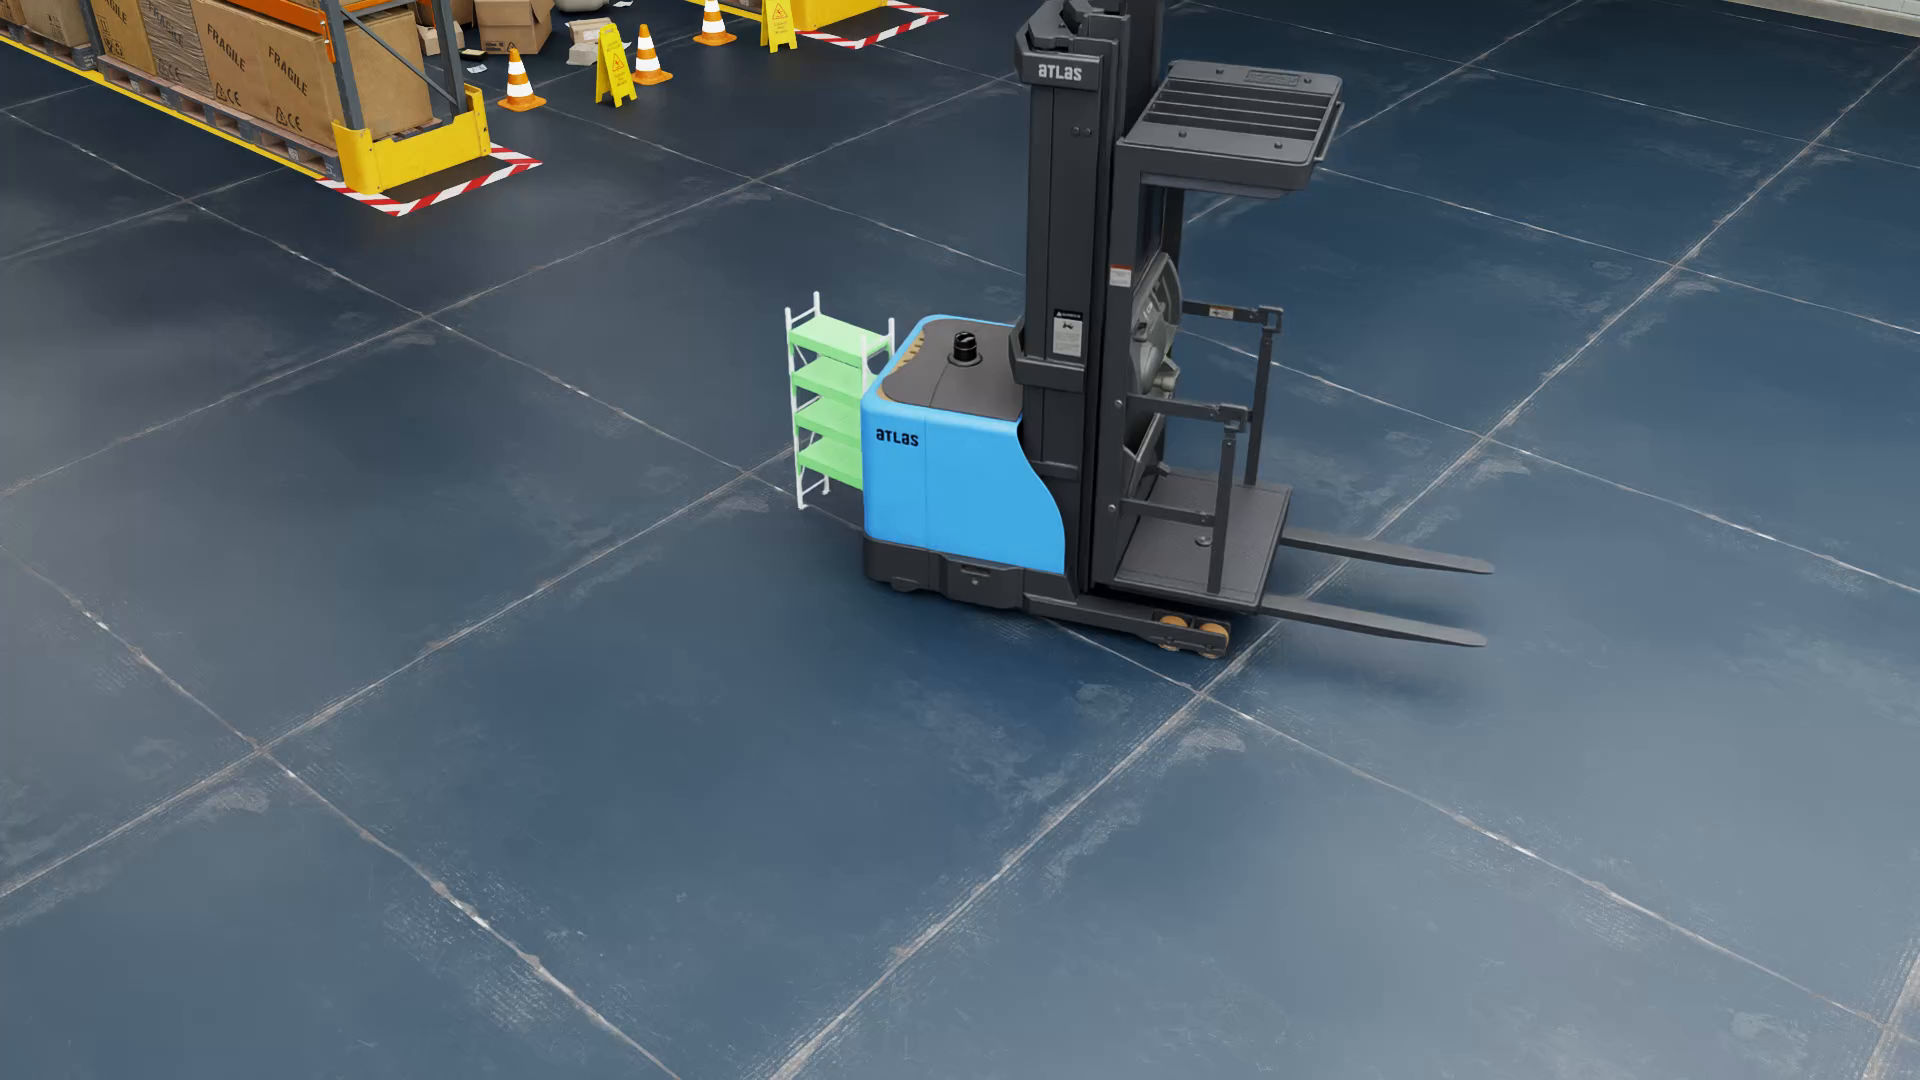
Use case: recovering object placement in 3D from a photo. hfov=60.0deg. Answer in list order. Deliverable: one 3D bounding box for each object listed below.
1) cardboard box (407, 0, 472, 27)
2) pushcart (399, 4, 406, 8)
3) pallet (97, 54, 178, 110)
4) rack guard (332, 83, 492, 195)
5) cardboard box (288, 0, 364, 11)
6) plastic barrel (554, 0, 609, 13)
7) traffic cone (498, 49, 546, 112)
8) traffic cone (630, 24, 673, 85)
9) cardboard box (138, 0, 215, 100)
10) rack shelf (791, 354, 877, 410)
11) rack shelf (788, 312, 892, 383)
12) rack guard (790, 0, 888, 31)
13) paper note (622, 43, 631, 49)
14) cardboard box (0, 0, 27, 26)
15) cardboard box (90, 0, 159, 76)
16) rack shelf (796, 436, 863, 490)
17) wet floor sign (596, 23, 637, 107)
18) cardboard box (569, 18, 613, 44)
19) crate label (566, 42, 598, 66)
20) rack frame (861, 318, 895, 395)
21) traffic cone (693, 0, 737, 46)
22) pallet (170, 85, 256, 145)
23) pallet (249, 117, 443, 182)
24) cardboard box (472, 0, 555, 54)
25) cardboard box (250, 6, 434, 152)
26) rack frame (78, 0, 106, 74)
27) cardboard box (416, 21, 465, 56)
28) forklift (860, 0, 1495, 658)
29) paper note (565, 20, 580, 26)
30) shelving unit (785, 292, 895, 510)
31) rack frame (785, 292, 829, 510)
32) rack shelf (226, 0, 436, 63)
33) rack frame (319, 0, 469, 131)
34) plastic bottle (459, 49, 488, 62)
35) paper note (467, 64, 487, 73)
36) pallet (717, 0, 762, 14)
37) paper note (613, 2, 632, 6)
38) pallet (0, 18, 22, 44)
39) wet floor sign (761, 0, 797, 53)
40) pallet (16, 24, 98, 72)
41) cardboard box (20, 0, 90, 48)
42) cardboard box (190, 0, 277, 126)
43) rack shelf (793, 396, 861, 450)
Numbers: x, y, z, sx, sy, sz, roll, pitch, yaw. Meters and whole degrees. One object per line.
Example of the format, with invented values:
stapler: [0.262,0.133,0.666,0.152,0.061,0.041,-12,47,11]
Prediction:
cardboard box: [-4.834,-5.233,15.805,0.503,0.637,0.797,25,42,32]
pushcart: [-5.634,-5.694,16.708,0.936,0.377,1.648,12,36,16]
pallet: [-6.769,-4.136,14.586,1.213,0.211,1.003,25,42,32]
rack guard: [-4.211,-3.107,12.832,0.348,0.500,1.175,25,42,32]
cardboard box: [-4.544,-4.322,12.262,0.550,0.550,0.875,25,42,32]
plastic barrel: [-3.696,-5.364,16.186,0.512,0.421,0.421,-6,35,-8]
traffic cone: [-3.729,-3.910,14.035,0.334,0.463,0.336,25,42,32]
traffic cone: [-2.745,-4.279,14.572,0.334,0.463,0.336,25,42,32]
cardboard box: [-6.170,-4.309,13.880,0.875,0.875,0.875,26,42,32]
rack shelf: [-0.601,-0.778,8.512,0.480,0.148,0.258,23,41,29]
rack shelf: [-0.601,-0.976,8.376,0.480,0.148,0.258,23,41,29]
rack guard: [-1.198,-5.333,16.074,0.348,0.500,1.175,25,42,32]
paper note: [-3.140,-4.589,15.405,0.142,0.019,0.148,12,36,16]
cardboard box: [-8.577,-5.377,15.547,0.750,0.750,1.050,25,42,32]
cardboard box: [-6.865,-4.634,14.354,0.875,0.875,0.875,26,42,32]
rack shelf: [-0.601,-0.382,8.783,0.480,0.148,0.258,23,41,29]
wet floor sign: [-2.940,-4.026,14.043,0.232,0.644,0.267,18,38,24]
cardboard box: [-3.439,-4.757,15.545,0.380,0.149,0.250,-12,36,-17]
crate label: [-3.389,-4.402,15.039,0.298,0.136,0.250,6,35,8]
rack frame: [-0.405,-0.550,8.492,0.015,1.200,0.240,23,41,29]
traffic cone: [-2.296,-4.885,15.454,0.334,0.463,0.336,25,42,32]
pallet: [-5.827,-3.694,13.942,1.213,0.211,1.003,25,42,32]
pallet: [-4.894,-3.252,13.299,1.213,0.211,1.003,25,42,32]
cardboard box: [-4.110,-4.842,15.356,0.637,0.503,0.797,0,34,0]
cardboard box: [-4.793,-3.660,12.936,0.875,0.875,0.875,26,42,32]
rack frame: [-7.303,-5.595,14.247,0.127,3.000,1.000,25,42,32]
cardboard box: [-4.804,-4.646,15.281,0.396,0.266,0.258,-26,42,-32]
forklift: [1.085,-0.983,7.592,3.031,2.935,1.130,10,36,15]
paper note: [-3.697,-4.957,15.951,0.148,0.019,0.142,-18,38,-25]
shelving unit: [-0.601,-0.633,8.611,0.503,1.200,0.258,23,41,29]
rack frame: [-0.797,-0.715,8.731,0.015,1.200,0.240,23,41,29]
rack shelf: [-5.766,-4.574,13.396,4.000,0.370,1.077,25,42,32]
rack frame: [-4.229,-4.146,12.137,0.127,3.000,1.000,25,42,32]
plastic bottle: [-4.448,-4.409,15.116,0.283,0.061,0.133,12,36,16]
paper note: [-4.316,-4.213,14.859,0.144,0.017,0.142,-18,38,-25]
pallet: [-1.800,-5.524,16.607,1.213,0.211,1.003,25,42,32]
paper note: [-3.334,-5.311,16.456,0.148,0.019,0.142,12,36,16]
pallet: [-8.887,-5.134,16.039,1.213,0.211,1.003,25,42,32]
wet floor sign: [-1.679,-4.831,15.215,0.267,0.644,0.232,-18,38,-25]
pallet: [-7.945,-4.692,15.396,1.213,0.211,1.003,25,42,32]
cardboard box: [-7.838,-5.026,15.035,0.750,0.750,1.050,25,42,32]
cardboard box: [-5.470,-3.978,13.398,0.875,0.875,0.875,25,41,31]
rack shelf: [-0.601,-0.580,8.647,0.480,0.148,0.258,23,41,29]
